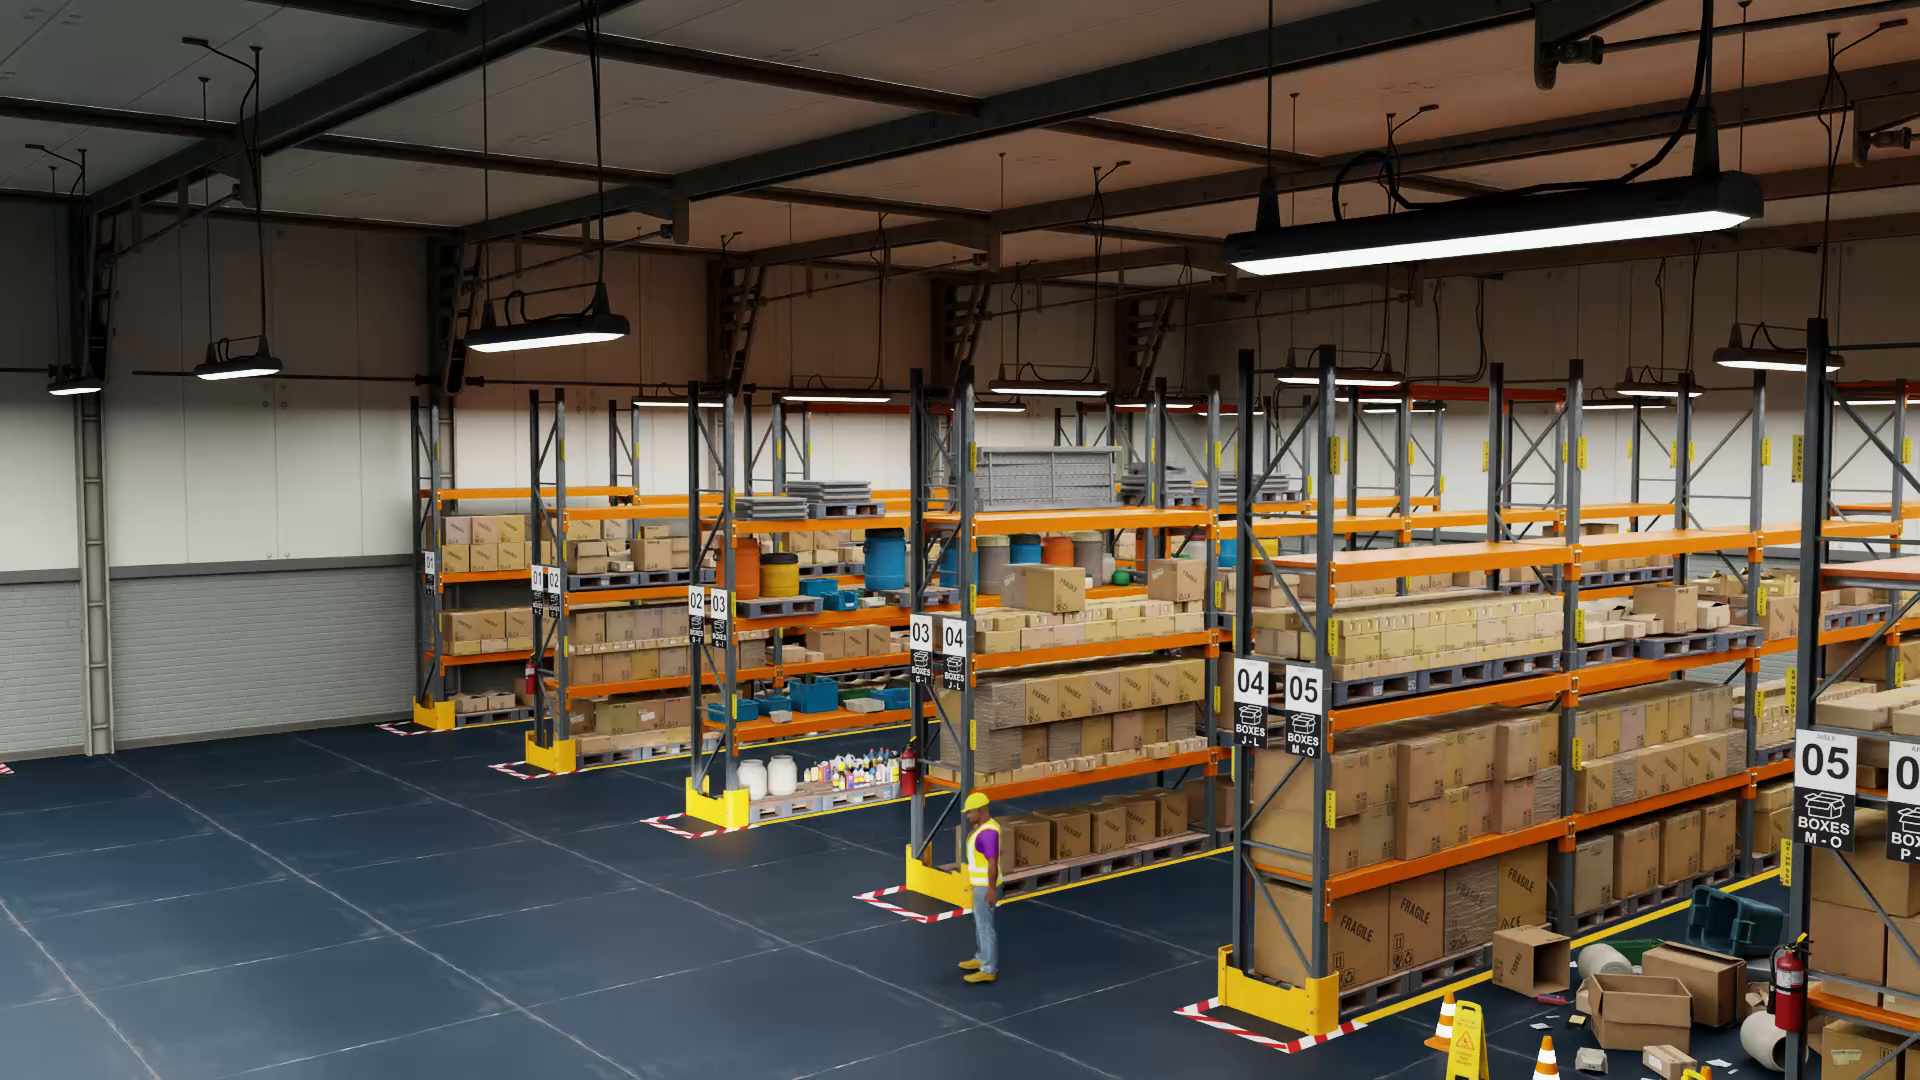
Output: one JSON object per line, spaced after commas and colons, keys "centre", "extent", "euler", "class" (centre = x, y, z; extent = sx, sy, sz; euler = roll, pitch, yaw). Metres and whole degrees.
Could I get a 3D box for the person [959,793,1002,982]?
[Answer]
{"centre": [0.197, 3.323, 16.108], "extent": [0.415, 1.764, 0.627], "euler": [0, 3, -2], "class": "person"}
